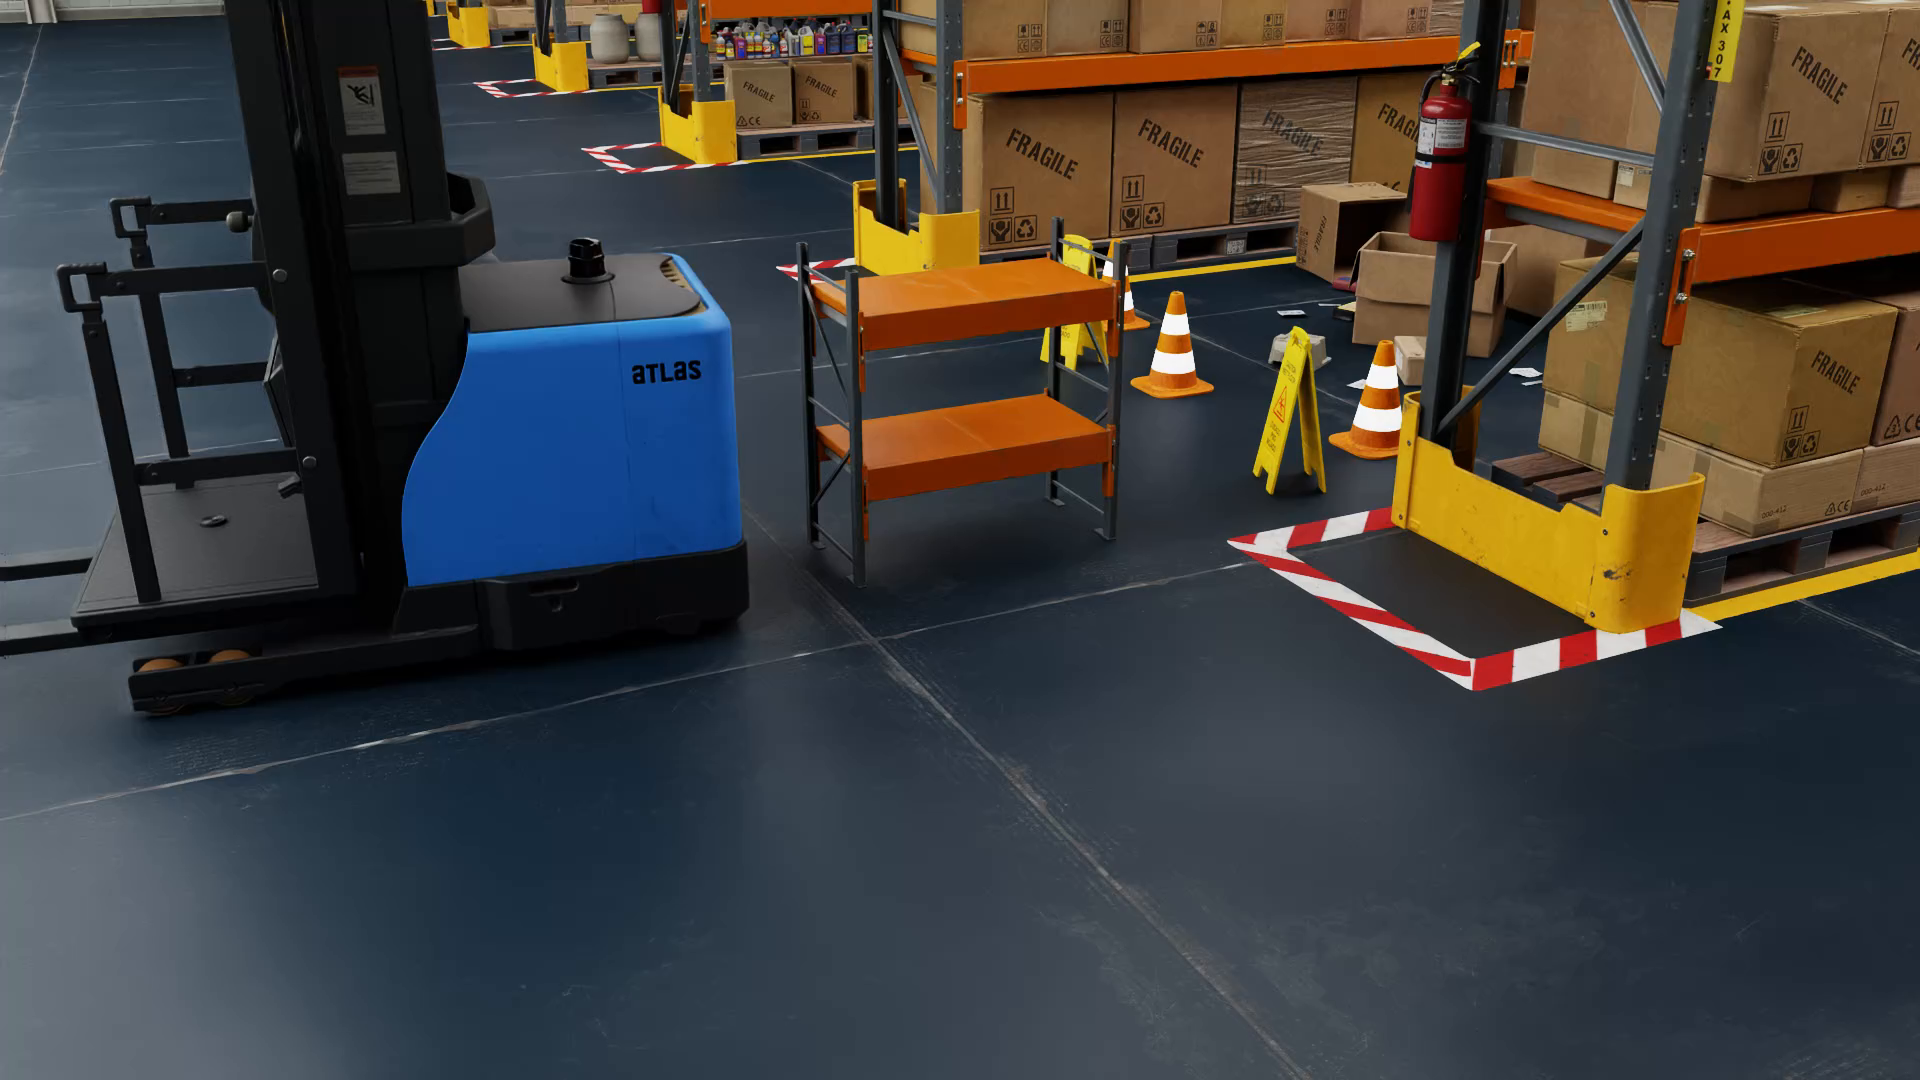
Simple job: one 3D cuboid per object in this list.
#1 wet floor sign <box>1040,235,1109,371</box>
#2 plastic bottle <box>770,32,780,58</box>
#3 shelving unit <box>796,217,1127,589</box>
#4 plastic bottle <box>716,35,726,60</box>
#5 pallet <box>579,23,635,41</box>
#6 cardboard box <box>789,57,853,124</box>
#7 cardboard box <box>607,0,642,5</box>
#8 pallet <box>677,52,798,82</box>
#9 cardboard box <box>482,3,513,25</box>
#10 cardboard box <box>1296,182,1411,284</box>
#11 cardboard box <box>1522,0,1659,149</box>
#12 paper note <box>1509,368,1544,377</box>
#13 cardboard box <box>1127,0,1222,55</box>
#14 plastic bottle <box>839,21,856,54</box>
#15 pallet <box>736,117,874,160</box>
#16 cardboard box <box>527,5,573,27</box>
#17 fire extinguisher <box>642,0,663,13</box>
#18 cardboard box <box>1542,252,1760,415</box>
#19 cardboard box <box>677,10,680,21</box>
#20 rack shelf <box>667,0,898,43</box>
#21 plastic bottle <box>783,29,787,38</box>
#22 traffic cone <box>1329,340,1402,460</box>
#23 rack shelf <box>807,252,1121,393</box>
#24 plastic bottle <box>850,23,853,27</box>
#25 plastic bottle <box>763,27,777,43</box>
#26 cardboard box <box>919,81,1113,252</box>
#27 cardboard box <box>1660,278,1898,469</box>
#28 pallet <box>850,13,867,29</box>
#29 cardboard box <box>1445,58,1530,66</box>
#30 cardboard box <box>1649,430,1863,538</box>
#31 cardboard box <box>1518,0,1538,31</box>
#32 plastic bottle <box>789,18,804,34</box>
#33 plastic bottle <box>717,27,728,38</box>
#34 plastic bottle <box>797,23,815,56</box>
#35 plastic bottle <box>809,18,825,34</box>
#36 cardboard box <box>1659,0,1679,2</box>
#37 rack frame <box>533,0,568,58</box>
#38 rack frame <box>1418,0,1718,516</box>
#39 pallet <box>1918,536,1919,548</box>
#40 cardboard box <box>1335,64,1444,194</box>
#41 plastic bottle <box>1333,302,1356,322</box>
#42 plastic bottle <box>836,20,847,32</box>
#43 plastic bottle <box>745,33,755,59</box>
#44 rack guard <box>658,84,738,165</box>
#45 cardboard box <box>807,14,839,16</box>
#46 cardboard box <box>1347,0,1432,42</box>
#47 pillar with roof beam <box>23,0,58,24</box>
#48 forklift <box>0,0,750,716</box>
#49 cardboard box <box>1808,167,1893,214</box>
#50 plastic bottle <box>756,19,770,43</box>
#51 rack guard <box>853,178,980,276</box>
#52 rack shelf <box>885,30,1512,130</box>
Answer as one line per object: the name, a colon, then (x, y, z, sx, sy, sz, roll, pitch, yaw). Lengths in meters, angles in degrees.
wet floor sign: (0.579, -1.199, 8.302, 0.232, 0.644, 0.267, -15, 27, -33)
plastic bottle: (-2.111, -5.650, 18.969, 0.097, 0.271, 0.097, 0, 22, 0)
shelving unit: (0.006, -0.521, 6.038, 1.048, 1.125, 0.538, -10, 25, -24)
plastic bottle: (-2.693, -5.543, 18.710, 0.097, 0.271, 0.097, 0, 22, 0)
pallet: (-4.838, -7.168, 23.290, 1.213, 0.211, 1.003, -10, 25, -24)
cardboard box: (-1.220, -3.947, 14.584, 0.500, 0.500, 0.500, -4, 23, -10)
cardboard box: (-4.674, -7.644, 22.861, 0.500, 0.500, 0.500, -10, 25, -24)
pallet: (-2.581, -5.481, 19.214, 1.213, 0.211, 1.003, -10, 25, -24)
cardboard box: (-6.251, -7.229, 22.837, 0.500, 0.250, 0.500, -10, 25, -24)
cardboard box: (2.397, -1.872, 10.116, 0.500, 0.500, 0.500, -6, 23, -14)
cardboard box: (2.354, -1.653, 5.802, 0.500, 0.500, 0.500, -11, 25, -25)
paper note: (2.803, -0.839, 8.253, 0.142, 0.019, 0.148, -2, 23, -5)
cardboard box: (1.107, -3.268, 10.028, 0.550, 0.550, 0.875, -10, 25, -24)
plastic bottle: (-1.313, -5.843, 19.332, 0.185, 0.351, 0.144, -11, 25, -25)
pallet: (-1.498, -3.546, 14.541, 1.213, 0.211, 1.003, -10, 25, -24)
cardboard box: (-5.578, -7.134, 22.609, 0.500, 0.250, 0.500, -10, 25, -24)
fire extinguisher: (-2.616, -4.804, 14.034, 0.183, 0.674, 0.296, -10, 25, -24)
cardboard box: (2.593, -0.777, 6.271, 0.500, 0.500, 0.500, -10, 25, -23)
cardboard box: (-4.224, -7.382, 23.206, 0.500, 0.250, 0.500, -10, 25, -24)
rack shelf: (-0.511, -4.699, 14.621, 4.000, 0.370, 1.077, -10, 25, -24)
plastic bottle: (-1.971, -5.738, 19.166, 0.133, 0.283, 0.061, -10, 25, -24)
traffic cone: (1.813, -0.628, 7.162, 0.334, 0.463, 0.336, -10, 25, -24)
rack shelf: (0.006, -0.791, 5.926, 1.000, 0.278, 0.538, -10, 25, -24)
plastic bottle: (-1.335, -6.111, 20.083, 0.097, 0.271, 0.097, 0, 22, 0)
plastic bottle: (-2.231, -5.875, 19.508, 0.135, 0.276, 0.152, -10, 25, -24)
cardboard box: (0.329, -2.321, 10.164, 0.875, 0.875, 0.875, -10, 25, -23)
cardboard box: (2.853, -0.597, 5.836, 0.500, 0.500, 0.500, -11, 25, -25)
pallet: (-1.254, -7.829, 24.887, 1.213, 0.211, 1.003, -10, 25, -24)
cardboard box: (5.526, -5.346, 17.473, 0.875, 0.875, 1.225, -12, 25, -26)
cardboard box: (2.831, -0.246, 5.970, 0.500, 0.250, 0.500, -11, 25, -24)
cardboard box: (3.941, -3.678, 11.082, 0.500, 0.500, 0.500, -10, 25, -23)
plastic bottle: (-1.935, -6.027, 19.777, 0.185, 0.351, 0.144, -12, 25, -26)
plastic bottle: (-2.758, -5.839, 19.421, 0.135, 0.276, 0.152, -10, 25, -23)
plastic bottle: (-1.776, -5.758, 19.126, 0.185, 0.351, 0.144, -11, 25, -24)
plastic bottle: (-1.702, -6.009, 19.733, 0.185, 0.351, 0.144, -10, 25, -24)
cardboard box: (2.350, -2.090, 5.550, 0.500, 0.500, 0.700, -11, 25, -25)
rack frame: (-4.462, -6.407, 17.805, 0.127, 3.000, 1.000, -10, 25, -24)
rack frame: (1.985, -1.284, 5.431, 0.127, 3.000, 1.000, -10, 25, -24)
pallet: (3.898, -0.332, 6.776, 1.213, 0.211, 1.003, -10, 25, -24)
cardboard box: (2.754, -2.769, 11.247, 0.875, 0.875, 0.875, -10, 25, -23)
plastic bottle: (2.207, -1.279, 9.259, 0.133, 0.061, 0.283, 20, 30, 40)
plastic bottle: (-1.375, -5.893, 19.453, 0.185, 0.351, 0.144, -10, 25, -24)
plastic bottle: (-2.384, -5.599, 18.847, 0.097, 0.271, 0.097, 0, 22, 0)
rack guard: (-2.245, -3.557, 14.190, 0.348, 0.500, 1.175, -10, 25, -24)
cardboard box: (-2.070, -7.767, 24.138, 0.500, 0.250, 0.500, -10, 24, -22)
cardboard box: (2.538, -3.542, 10.689, 0.550, 0.550, 0.875, -10, 25, -24)
pillar with roof beam: (-12.042, -10.528, 19.918, 0.400, 9.000, 9.100, -10, 25, -24)
forklift: (-2.275, -1.055, 4.966, 3.031, 2.935, 1.130, -7, 24, -16)
cardboard box: (2.876, -1.216, 5.595, 0.250, 0.149, 0.380, -11, 25, -25)
plastic bottle: (-2.318, -5.957, 19.607, 0.185, 0.351, 0.144, -11, 25, -24)
rack guard: (-0.275, -1.815, 9.980, 0.348, 0.500, 1.175, -10, 25, -24)
rack shelf: (1.549, -2.973, 10.451, 4.000, 0.370, 1.077, -10, 25, -24)
